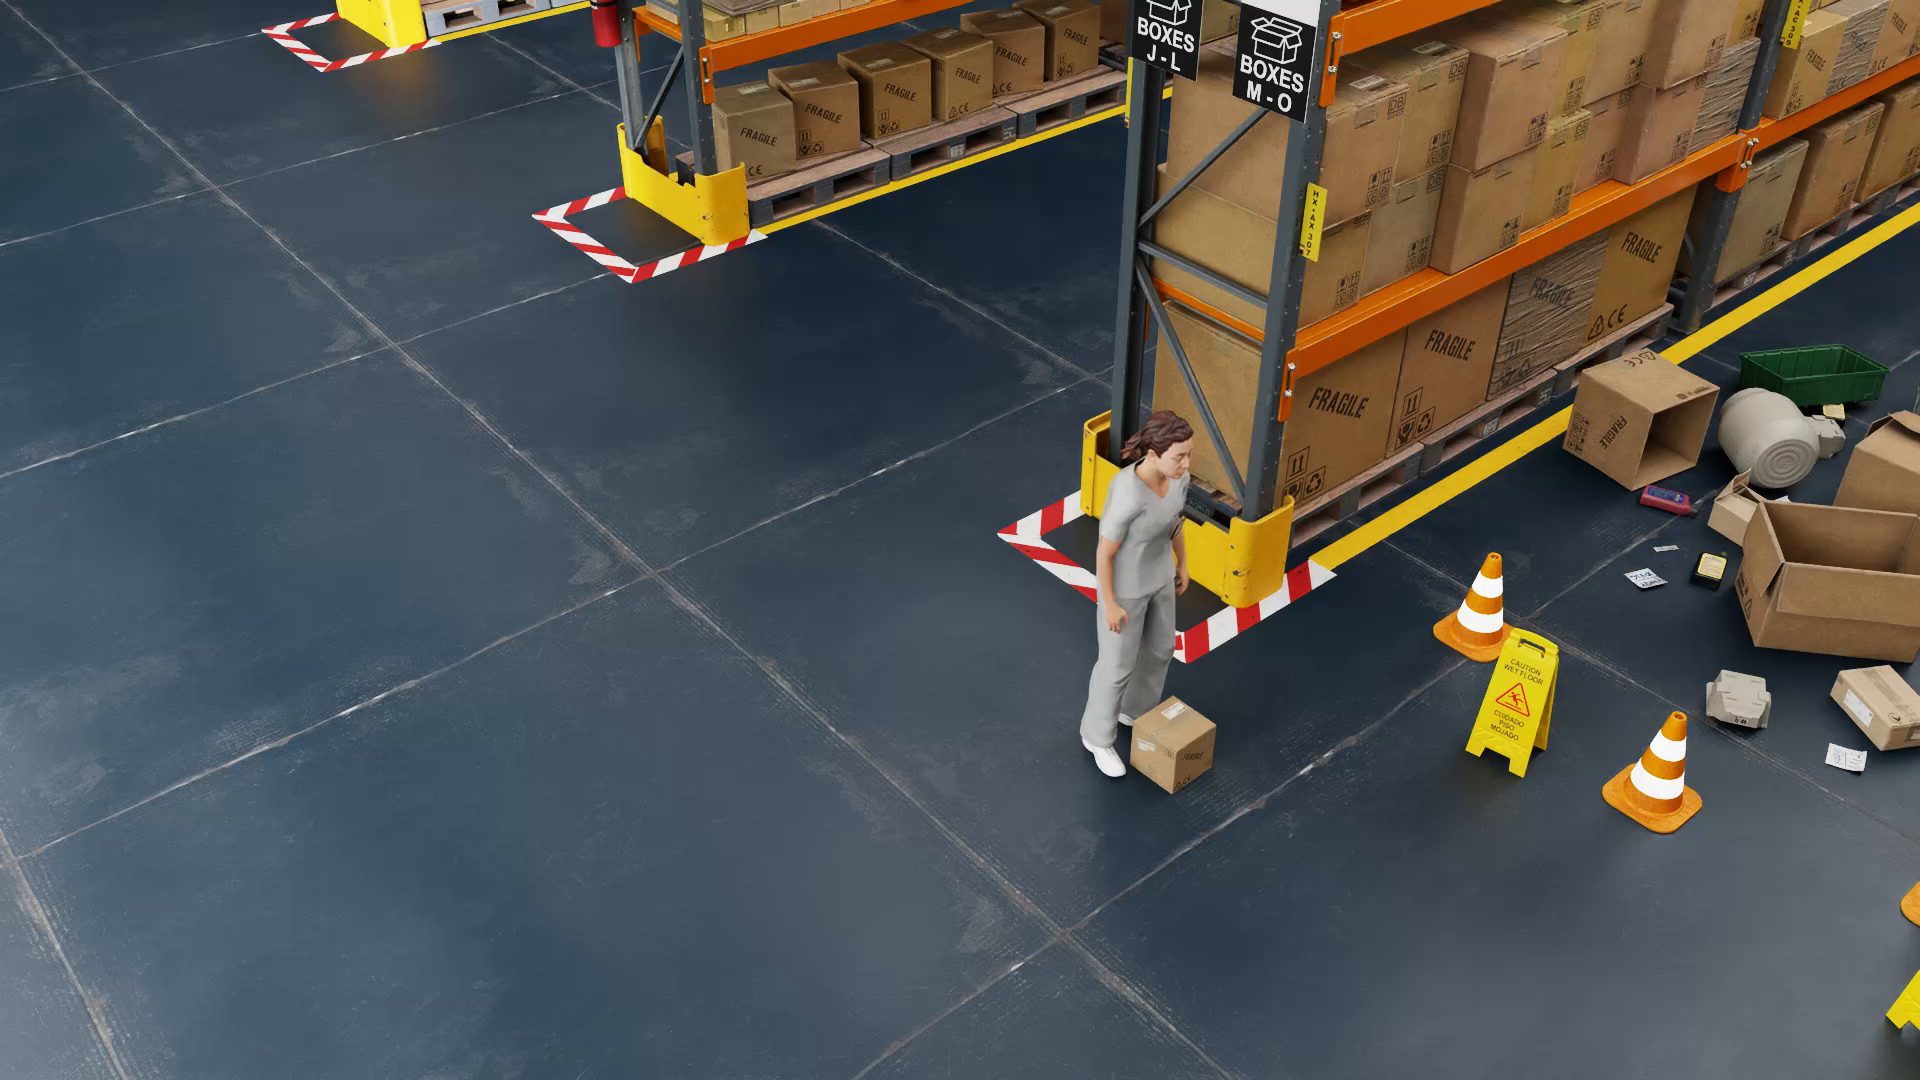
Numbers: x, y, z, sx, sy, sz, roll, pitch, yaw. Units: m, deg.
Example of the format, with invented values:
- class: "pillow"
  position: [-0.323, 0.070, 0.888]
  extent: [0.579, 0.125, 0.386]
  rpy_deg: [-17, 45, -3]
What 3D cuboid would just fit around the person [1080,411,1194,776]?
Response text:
- class: "person"
  position: [0.741, 0.187, 6.820]
  extent: [0.505, 1.673, 0.348]
  rpy_deg: [-28, 44, -33]
